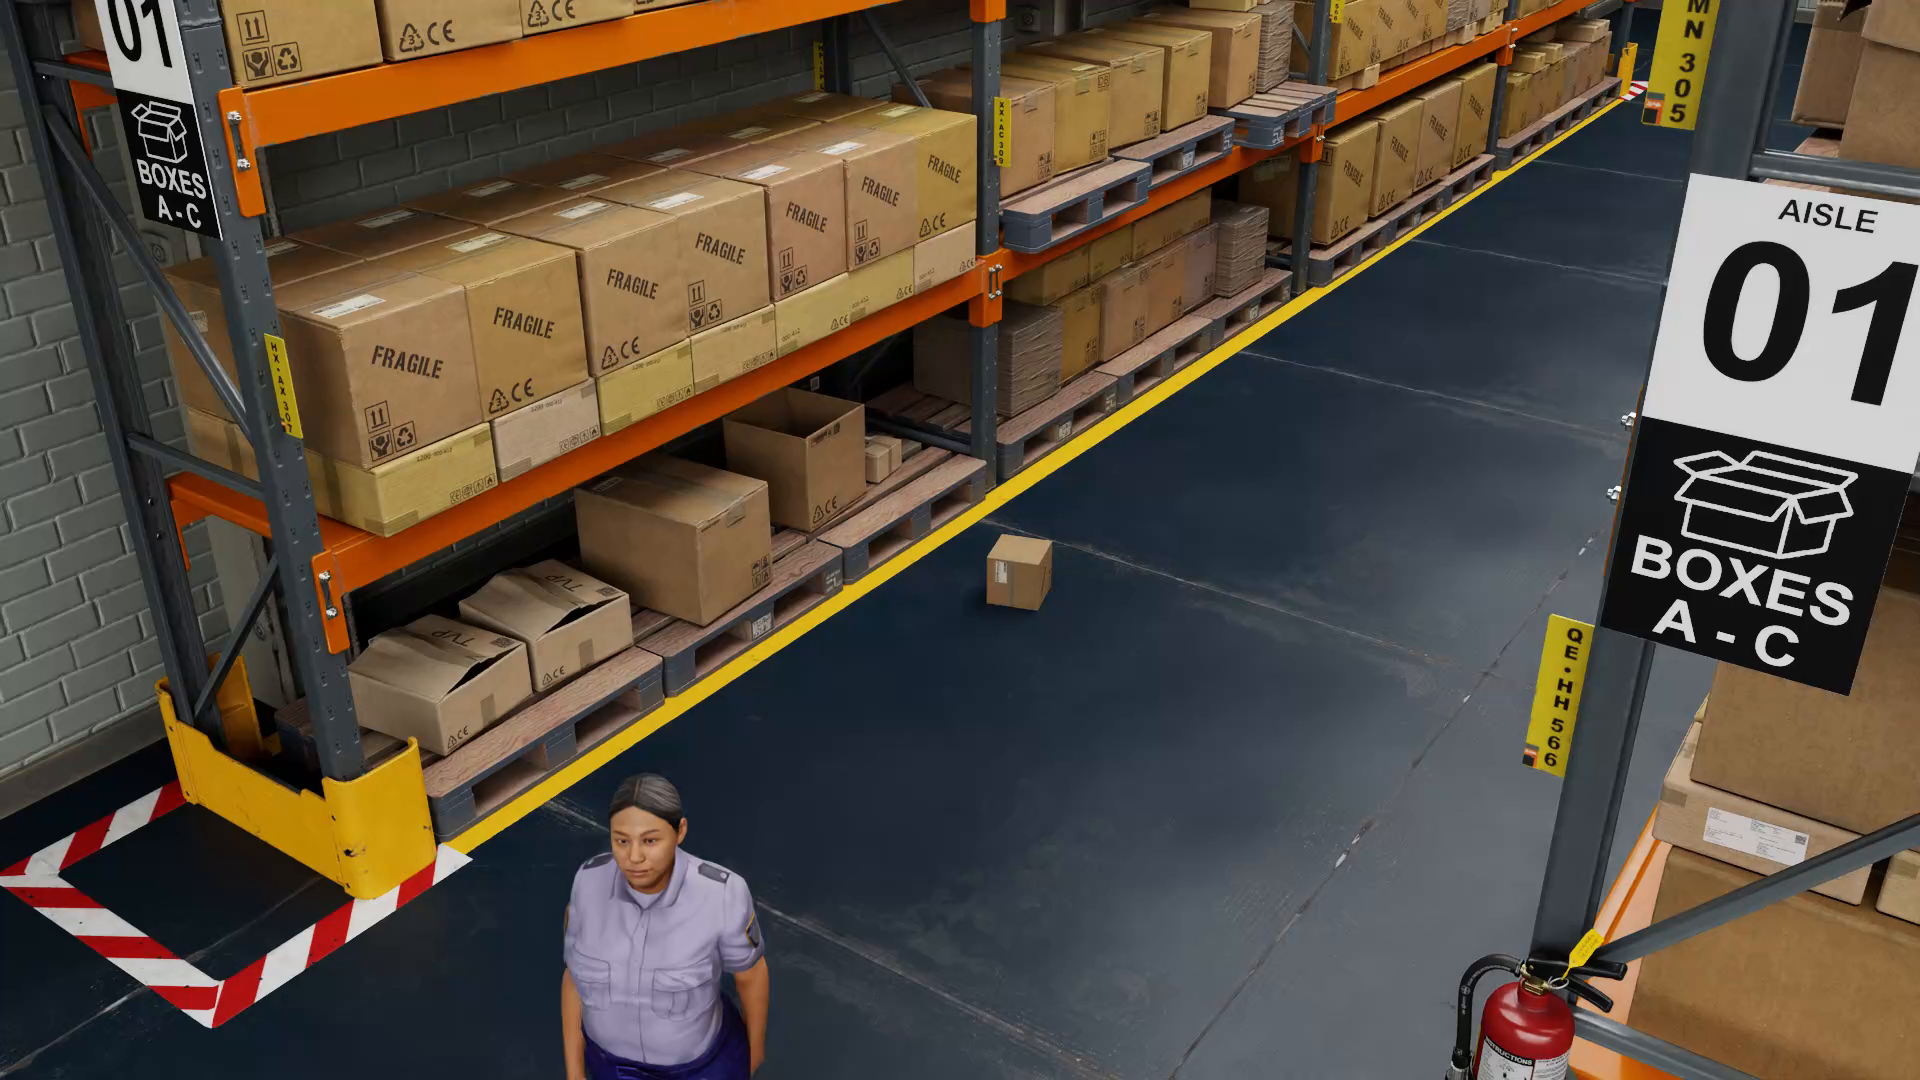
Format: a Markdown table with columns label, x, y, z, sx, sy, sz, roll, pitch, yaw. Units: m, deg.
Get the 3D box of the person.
| label | x | y | z | sx | sy | sz | roll | pitch | yaw |
| --- | --- | --- | --- | --- | --- | --- | --- | --- | --- |
| person | -0.727 | 1.274 | 4.040 | 0.469 | 1.551 | 0.482 | 7 | 28 | 13 |
